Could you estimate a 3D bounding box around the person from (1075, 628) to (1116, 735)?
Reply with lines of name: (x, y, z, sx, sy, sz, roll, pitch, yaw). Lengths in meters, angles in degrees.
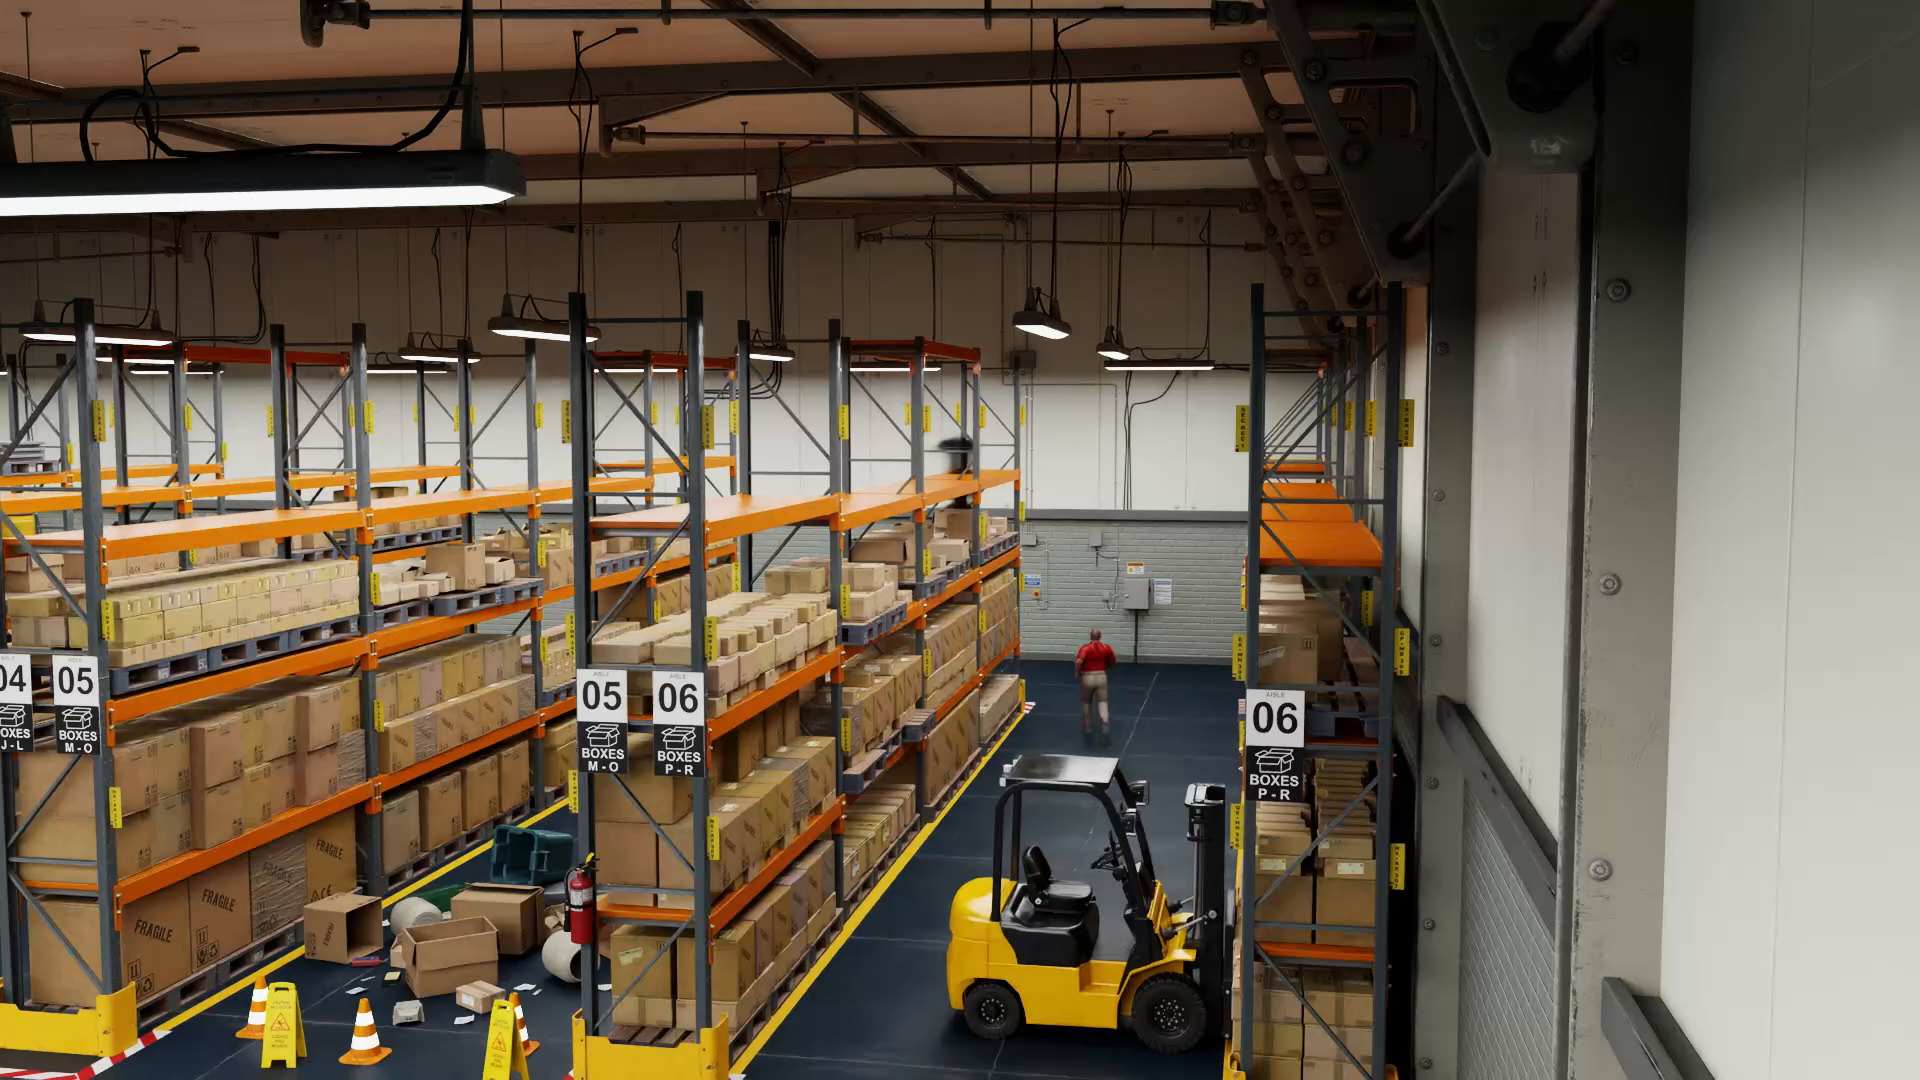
person: (2.107, 2.216, 25.987, 0.667, 1.693, 0.926, 0, 5, -5)
